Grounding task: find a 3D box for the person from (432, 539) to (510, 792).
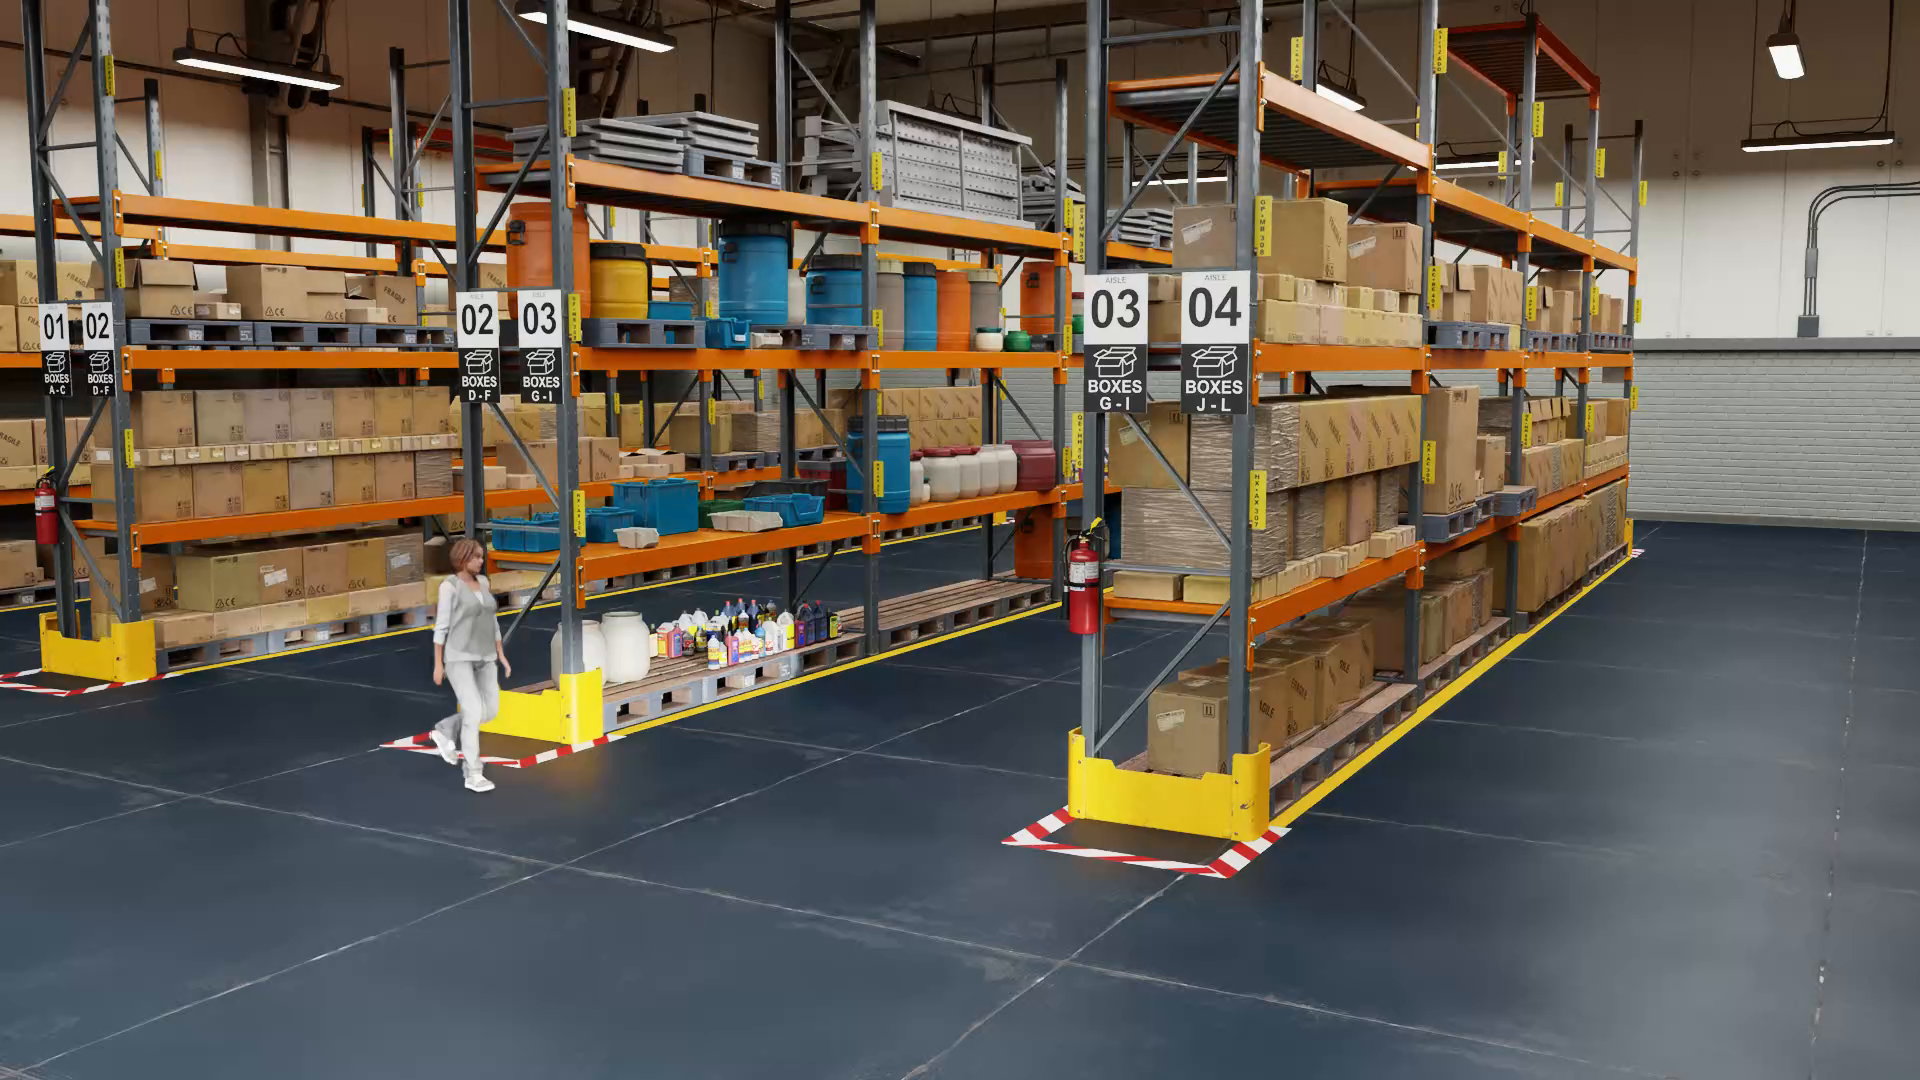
[{"bbox_3d":[-3.158,0.778,10.634,0.724,1.548,0.434,4,7,31],"label":"person"}]
